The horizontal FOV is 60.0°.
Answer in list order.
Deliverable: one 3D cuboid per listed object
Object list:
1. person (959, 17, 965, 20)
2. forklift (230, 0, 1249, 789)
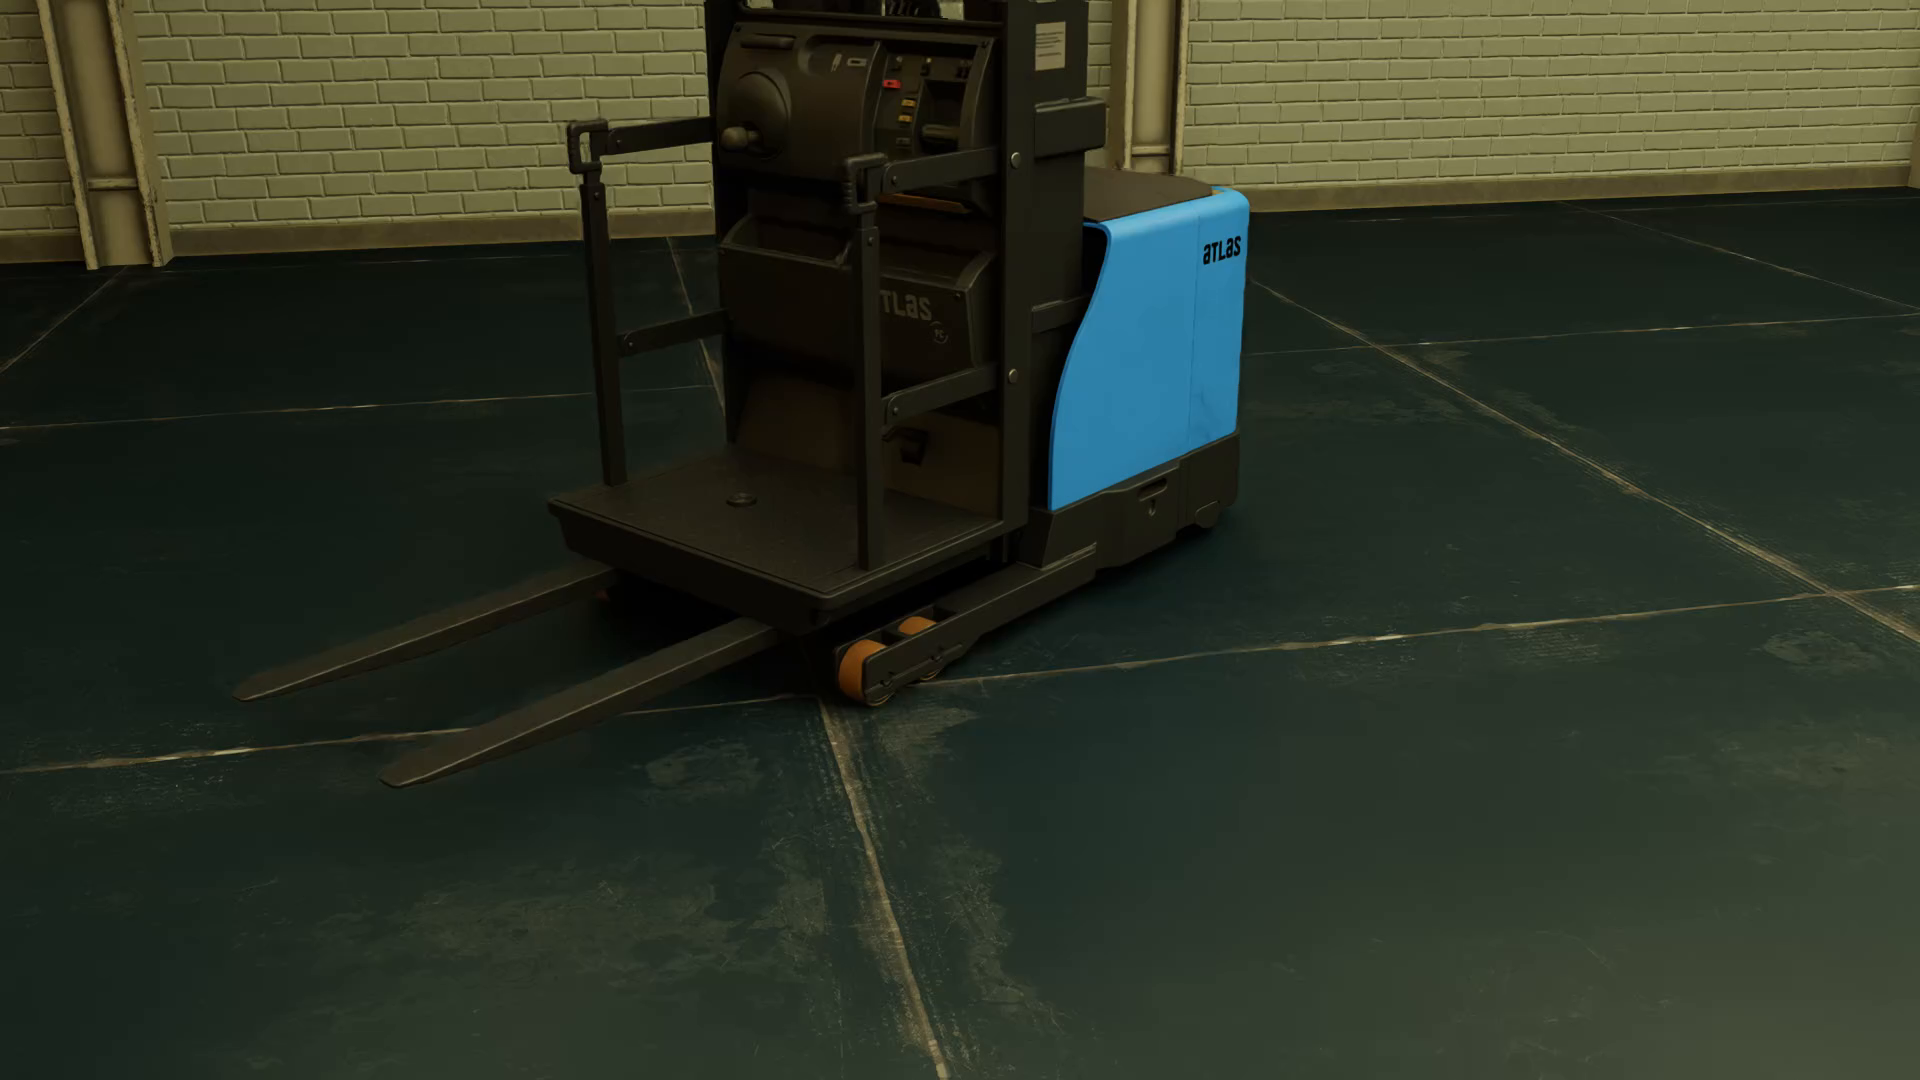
[{"bbox_3d":[0.091,-1.575,7.438,0.699,1.453,0.687,-16,26,-35],"label":"person"},{"bbox_3d":[-0.427,-1.151,4.205,1.130,2.935,3.031,17,27,37],"label":"forklift"}]
